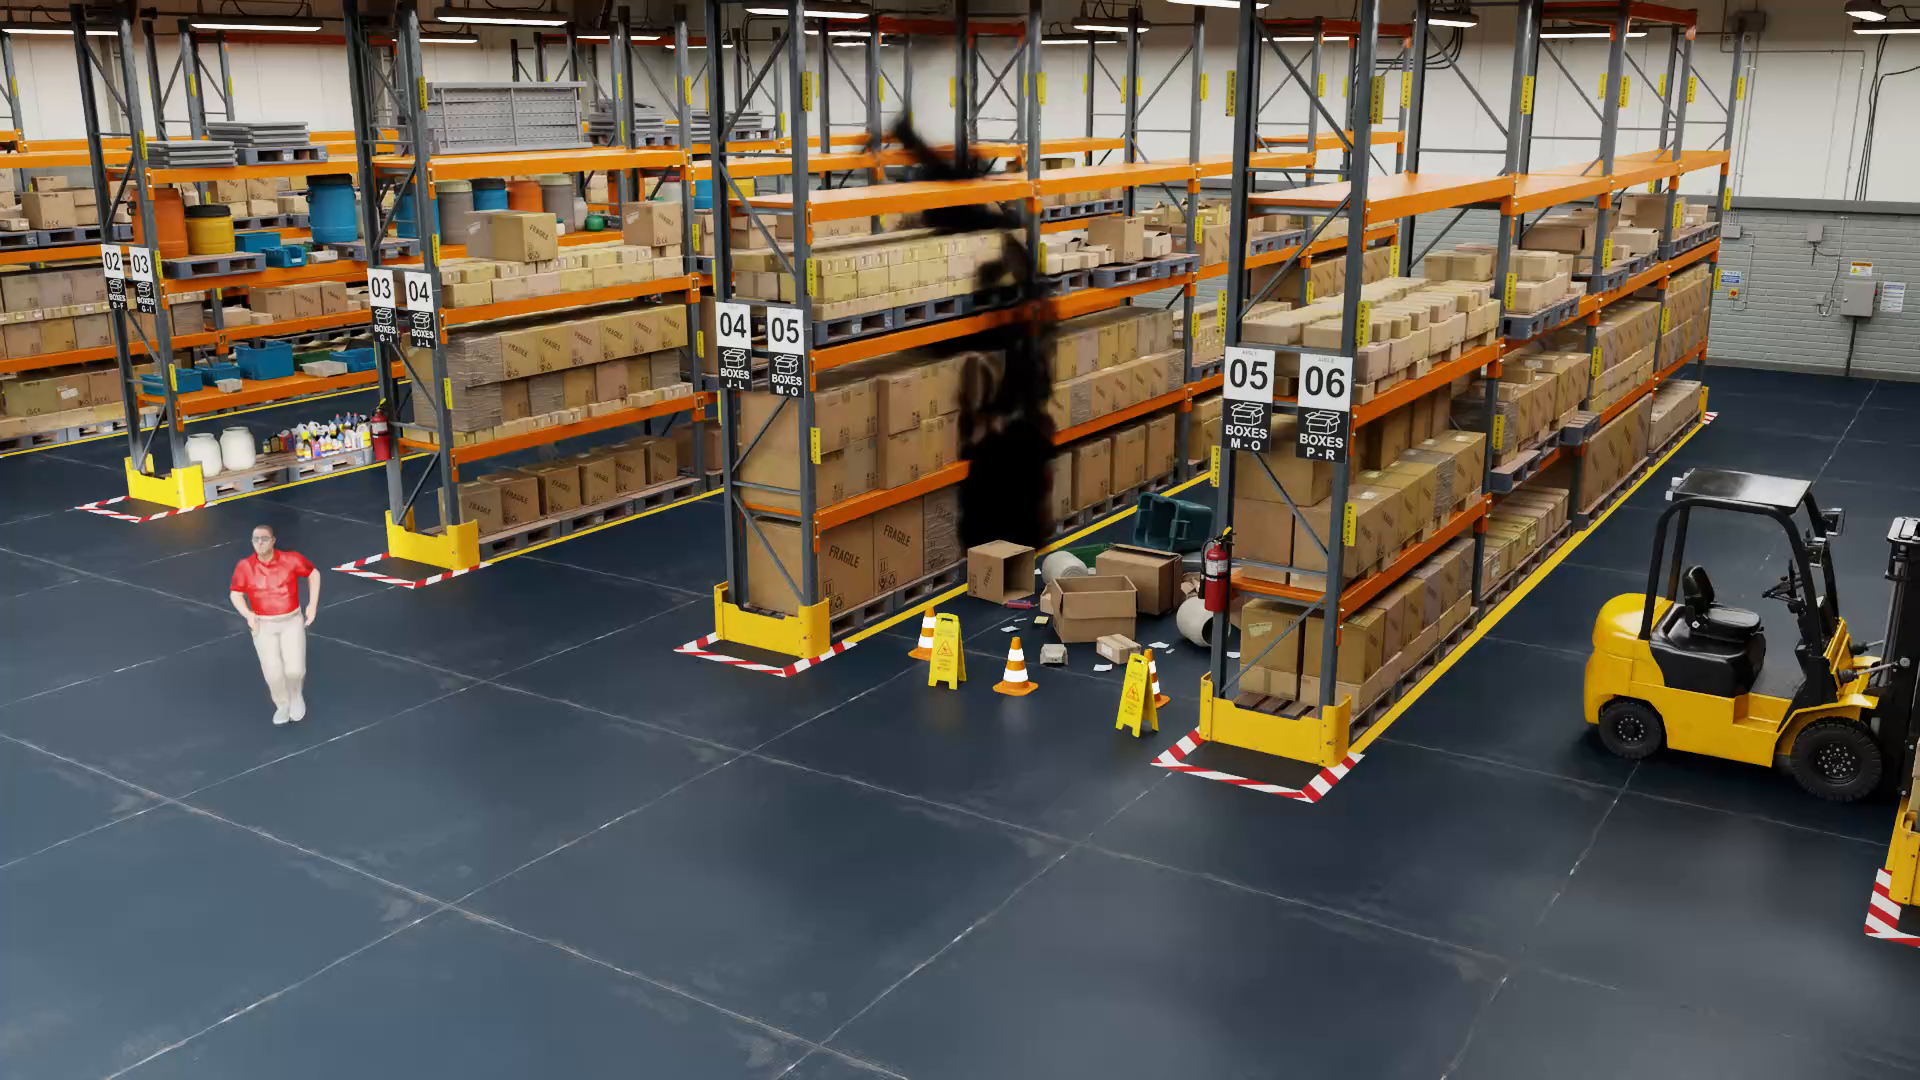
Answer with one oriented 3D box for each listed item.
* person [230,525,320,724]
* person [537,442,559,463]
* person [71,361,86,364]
[{"bbox_3d":[-5.551,0.707,13.531,0.675,1.686,0.594,-5,16,-16],"label":"person"},{"bbox_3d":[-5.649,-1.752,22.282,0.638,1.839,0.767,7,17,24],"label":"person"},{"bbox_3d":[-14.108,-2.840,26.525,0.512,1.554,0.530,7,17,25],"label":"person"}]
